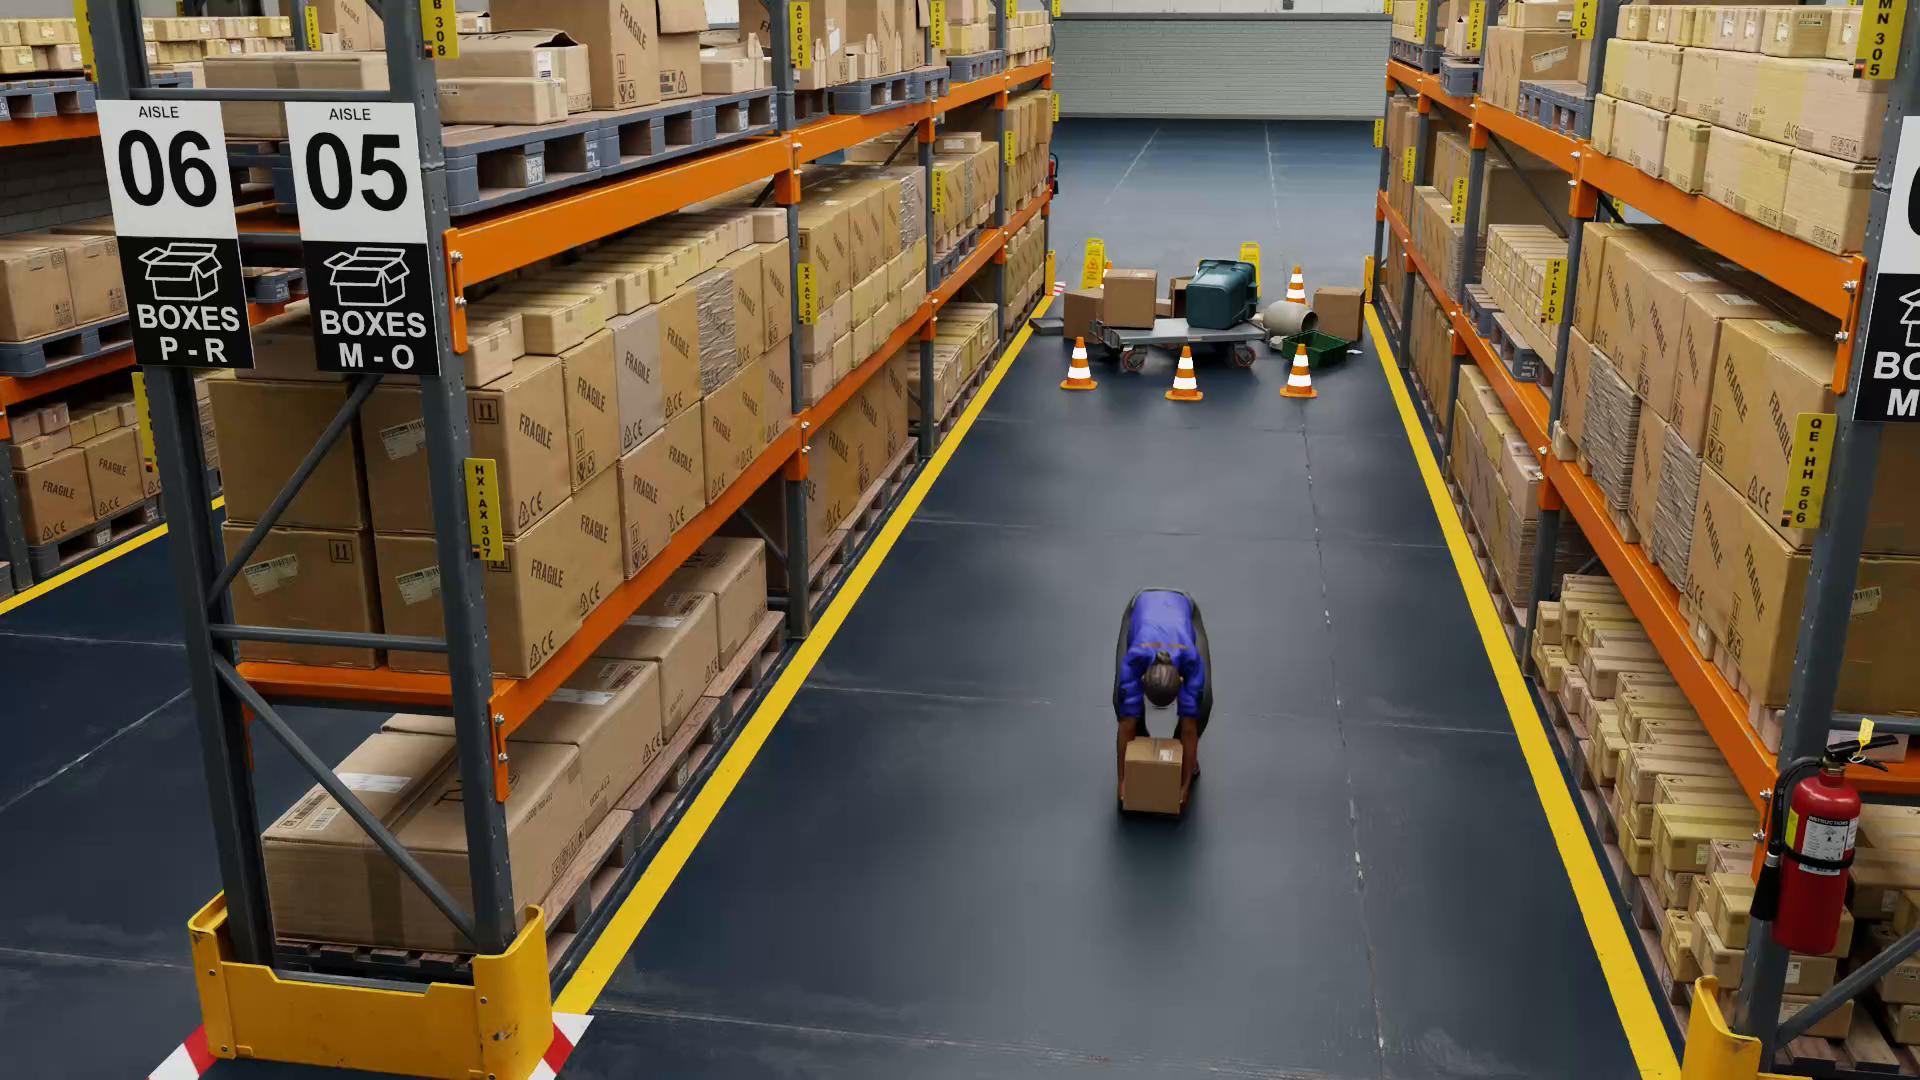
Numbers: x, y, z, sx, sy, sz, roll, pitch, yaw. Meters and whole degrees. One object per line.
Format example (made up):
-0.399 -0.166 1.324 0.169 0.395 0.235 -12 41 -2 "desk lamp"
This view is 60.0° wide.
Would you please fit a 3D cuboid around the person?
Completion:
0.933 0.717 7.645 0.458 0.864 0.864 2 18 6 "person"
